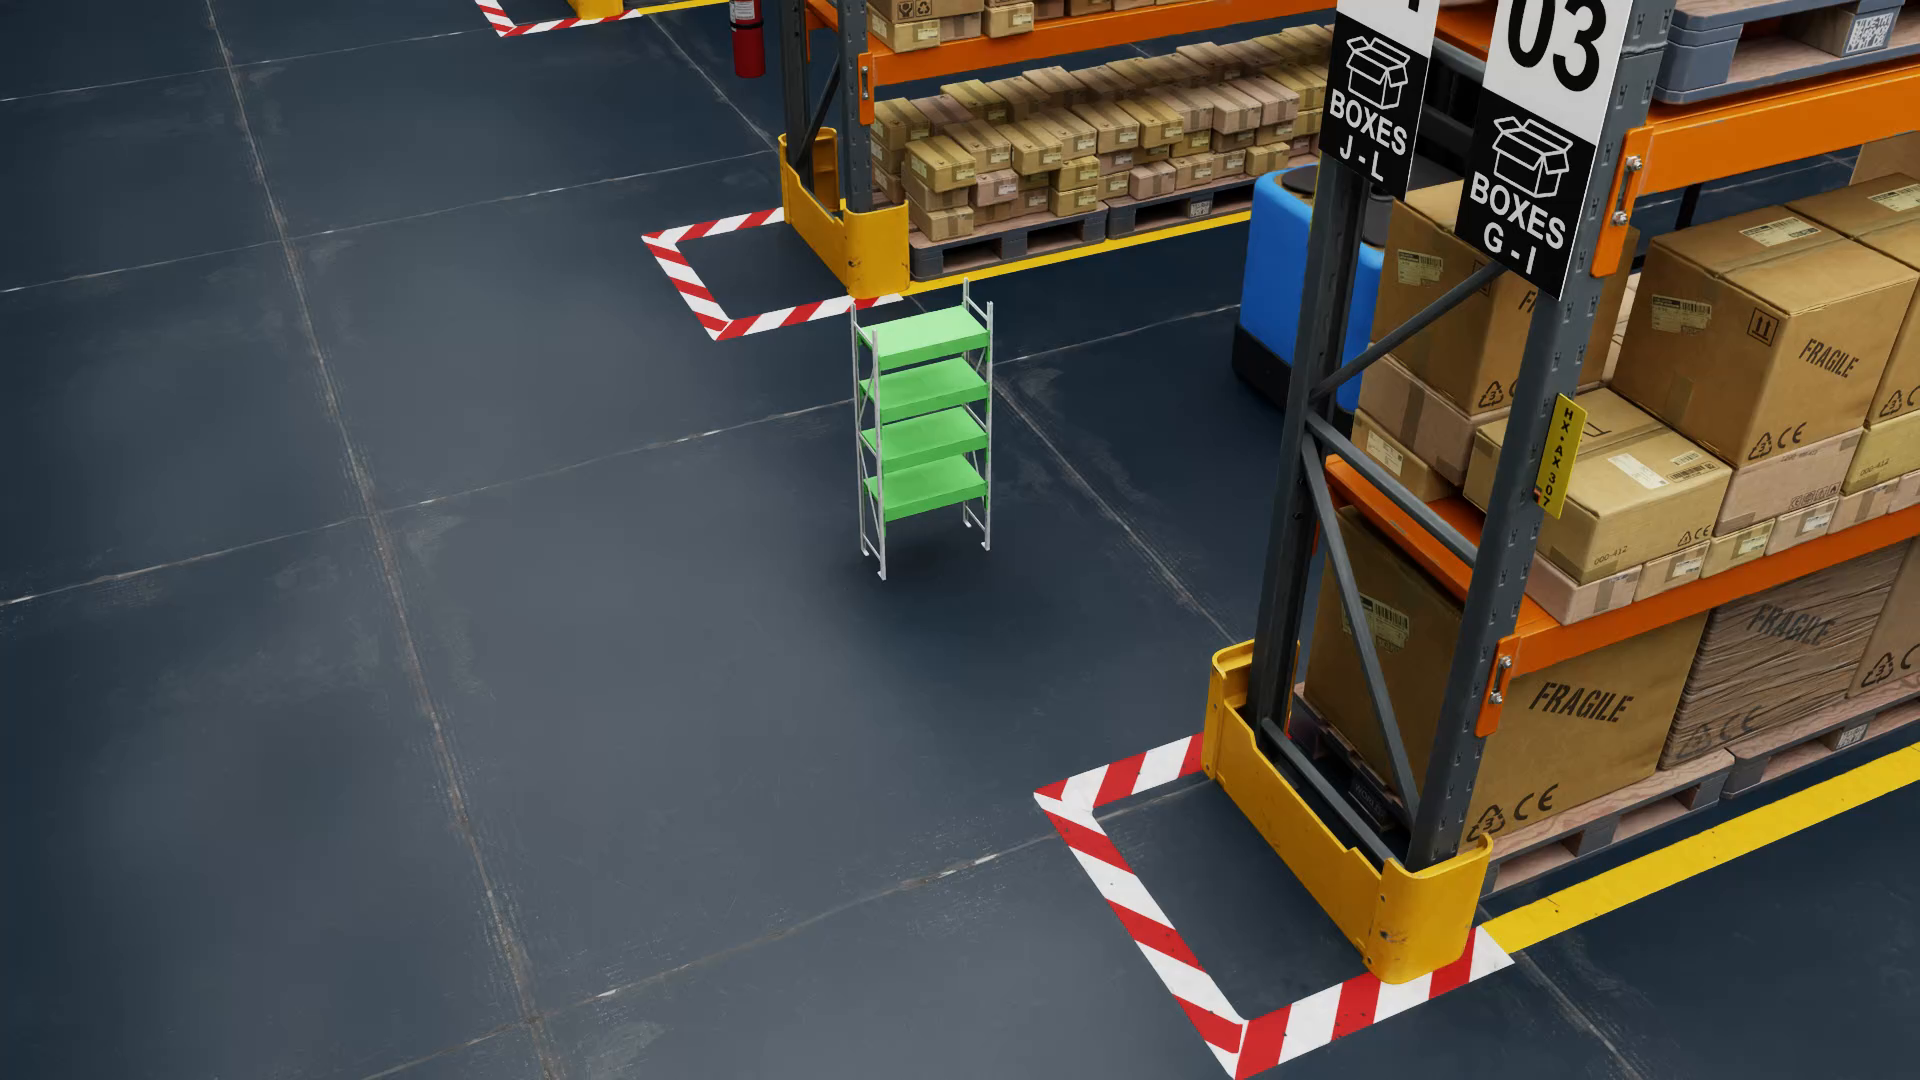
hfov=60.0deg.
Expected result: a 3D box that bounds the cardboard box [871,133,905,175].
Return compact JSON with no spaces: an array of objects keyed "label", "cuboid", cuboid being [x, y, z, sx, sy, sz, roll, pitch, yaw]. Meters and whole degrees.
[{"label":"cardboard box","cuboid":[-0.369,-2.262,9.573,0.250,0.149,0.380,-17,40,-21]}]

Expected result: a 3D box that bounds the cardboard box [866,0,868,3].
[{"label":"cardboard box","cuboid":[-0.551,-2.966,8.941,0.250,0.149,0.380,-16,39,-20]}]

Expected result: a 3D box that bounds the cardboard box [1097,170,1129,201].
[{"label":"cardboard box","cuboid":[0.777,-2.114,9.623,0.250,0.149,0.380,-16,39,-20]}]

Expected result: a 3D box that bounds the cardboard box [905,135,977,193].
[{"label":"cardboard box","cuboid":[-0.107,-2.044,9.029,0.250,0.149,0.380,-17,40,-22]}]

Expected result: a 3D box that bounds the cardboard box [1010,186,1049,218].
[{"label":"cardboard box","cuboid":[0.309,-1.992,9.459,0.250,0.149,0.380,-15,39,-19]}]

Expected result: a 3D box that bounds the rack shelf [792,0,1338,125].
[{"label":"rack shelf","cuboid":[1.085,-3.049,9.447,4.000,0.370,1.077,-16,39,-20]}]

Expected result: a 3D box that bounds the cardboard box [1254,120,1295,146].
[{"label":"cardboard box","cuboid":[1.779,-2.498,9.891,0.250,0.149,0.380,-15,39,-19]}]

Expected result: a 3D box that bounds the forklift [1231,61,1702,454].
[{"label":"forklift","cuboid":[2.915,-2.130,7.662,3.031,2.935,1.130,-16,39,-20]}]

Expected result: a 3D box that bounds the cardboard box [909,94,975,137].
[{"label":"cardboard box","cuboid":[-0.102,-2.398,9.506,0.250,0.149,0.380,-15,39,-19]}]

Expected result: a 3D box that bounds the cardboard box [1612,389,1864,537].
[{"label":"cardboard box","cuboid":[2.307,-0.302,5.015,0.500,0.250,0.500,-16,39,-20]}]

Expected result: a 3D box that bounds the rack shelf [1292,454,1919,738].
[{"label":"rack shelf","cuboid":[3.101,-0.349,5.806,4.000,0.370,1.077,-16,39,-20]}]

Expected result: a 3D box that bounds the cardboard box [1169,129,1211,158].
[{"label":"cardboard box","cuboid":[1.269,-2.396,9.754,0.250,0.149,0.380,-14,39,-18]}]

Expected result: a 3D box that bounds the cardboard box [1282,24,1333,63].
[{"label":"cardboard box","cuboid":[2.221,-3.093,10.444,0.250,0.149,0.380,-14,39,-18]}]

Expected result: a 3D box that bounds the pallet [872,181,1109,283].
[{"label":"pallet","cuboid":[0.094,-1.917,9.658,1.213,0.211,1.003,-16,39,-20]}]

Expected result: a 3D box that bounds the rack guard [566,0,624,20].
[{"label":"rack guard","cuboid":[-2.942,-4.465,12.851,0.348,0.500,1.175,-16,39,-20]}]

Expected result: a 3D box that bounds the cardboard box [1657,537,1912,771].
[{"label":"cardboard box","cuboid":[2.659,0.118,6.004,0.875,0.875,0.875,-16,39,-20]}]

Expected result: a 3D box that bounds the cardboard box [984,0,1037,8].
[{"label":"cardboard box","cuboid":[0.272,-3.105,8.585,0.500,0.500,0.500,-16,39,-20]}]

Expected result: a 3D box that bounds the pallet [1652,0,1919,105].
[{"label":"pallet","cuboid":[1.957,-1.494,4.303,1.213,0.211,1.003,-16,39,-20]}]

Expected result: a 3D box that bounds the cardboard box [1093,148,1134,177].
[{"label":"cardboard box","cuboid":[0.792,-2.242,9.546,0.250,0.149,0.380,-18,40,-22]}]

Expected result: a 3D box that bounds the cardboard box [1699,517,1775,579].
[{"label":"cardboard box","cuboid":[2.215,-0.073,5.041,0.250,0.149,0.380,-17,40,-21]}]

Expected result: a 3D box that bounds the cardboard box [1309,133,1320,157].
[{"label":"cardboard box","cuboid":[2.203,-2.462,10.093,0.250,0.149,0.380,-17,40,-21]}]

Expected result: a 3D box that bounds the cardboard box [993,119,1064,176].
[{"label":"cardboard box","cuboid":[0.374,-2.173,9.203,0.250,0.149,0.380,-16,39,-20]}]

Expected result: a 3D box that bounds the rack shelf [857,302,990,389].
[{"label":"rack shelf","cuboid":[-0.150,-0.774,6.588,0.480,0.148,0.258,-16,39,-20]}]

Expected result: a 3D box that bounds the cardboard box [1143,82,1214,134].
[{"label":"cardboard box","cuboid":[1.263,-2.503,9.647,0.250,0.149,0.380,-16,39,-20]}]

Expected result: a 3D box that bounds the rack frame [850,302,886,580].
[{"label":"rack frame","cuboid":[-0.371,-0.378,6.753,0.015,1.200,0.240,-16,39,-20]}]

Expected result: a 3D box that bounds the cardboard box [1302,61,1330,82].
[{"label":"cardboard box","cuboid":[2.247,-2.723,9.945,0.250,0.149,0.380,-16,39,-20]}]

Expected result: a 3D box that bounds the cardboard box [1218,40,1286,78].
[{"label":"cardboard box","cuboid":[1.787,-2.925,10.216,0.250,0.149,0.380,-17,40,-21]}]

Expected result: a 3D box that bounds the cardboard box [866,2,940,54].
[{"label":"cardboard box","cuboid":[-0.293,-2.636,8.497,0.250,0.149,0.380,-16,39,-20]}]

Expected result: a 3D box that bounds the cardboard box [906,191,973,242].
[{"label":"cardboard box","cuboid":[-0.115,-1.815,9.220,0.250,0.149,0.380,-15,39,-19]}]

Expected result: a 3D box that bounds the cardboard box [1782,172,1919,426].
[{"label":"cardboard box","cuboid":[2.759,-0.729,4.961,0.500,0.500,0.500,-17,40,-21]}]

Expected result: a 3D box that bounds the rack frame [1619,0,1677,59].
[{"label":"rack frame","cuboid":[1.290,-2.541,3.122,0.127,3.000,1.000,-16,39,-20]}]

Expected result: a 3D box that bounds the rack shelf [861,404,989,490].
[{"label":"rack shelf","cuboid":[-0.150,-0.389,6.874,0.480,0.148,0.258,-16,39,-20]}]

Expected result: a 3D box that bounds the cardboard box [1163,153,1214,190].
[{"label":"cardboard box","cuboid":[1.279,-2.214,9.758,0.250,0.149,0.380,-16,39,-20]}]

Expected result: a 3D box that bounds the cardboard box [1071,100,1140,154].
[{"label":"cardboard box","cuboid":[0.818,-2.345,9.436,0.250,0.149,0.380,-14,39,-18]}]

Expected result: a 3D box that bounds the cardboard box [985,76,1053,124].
[{"label":"cardboard box","cuboid":[0.340,-2.563,9.729,0.250,0.149,0.380,-17,40,-22]}]

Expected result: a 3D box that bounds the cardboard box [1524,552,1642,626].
[{"label":"cardboard box","cuboid":[1.752,0.058,4.865,0.250,0.149,0.380,-15,39,-19]}]

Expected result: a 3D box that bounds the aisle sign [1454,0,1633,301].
[{"label":"aisle sign","cuboid":[1.353,-0.995,3.892,0.004,0.787,0.394,-16,39,-20]}]

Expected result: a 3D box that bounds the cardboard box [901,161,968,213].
[{"label":"cardboard box","cuboid":[-0.142,-1.969,9.178,0.250,0.149,0.380,-14,39,-18]}]

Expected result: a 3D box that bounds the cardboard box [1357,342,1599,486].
[{"label":"cardboard box","cuboid":[1.616,-0.456,5.223,0.500,0.250,0.500,-16,40,-21]}]

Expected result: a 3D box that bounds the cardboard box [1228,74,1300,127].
[{"label":"cardboard box","cuboid":[1.773,-2.581,9.754,0.250,0.149,0.380,-18,40,-22]}]

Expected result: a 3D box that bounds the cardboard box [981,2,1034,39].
[{"label":"cardboard box","cuboid":[0.186,-2.762,8.667,0.250,0.149,0.380,-17,40,-21]}]

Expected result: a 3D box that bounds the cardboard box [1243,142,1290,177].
[{"label":"cardboard box","cuboid":[1.748,-2.323,9.904,0.250,0.149,0.380,-16,39,-20]}]

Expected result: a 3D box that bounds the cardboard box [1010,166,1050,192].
[{"label":"cardboard box","cuboid":[0.314,-2.117,9.378,0.250,0.149,0.380,-15,39,-19]}]

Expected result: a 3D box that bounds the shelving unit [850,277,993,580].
[{"label":"shelving unit","cuboid":[-0.150,-0.440,6.836,0.503,1.200,0.258,-16,39,-20]}]

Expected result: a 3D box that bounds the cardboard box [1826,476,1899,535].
[{"label":"cardboard box","cuboid":[2.681,-0.203,5.217,0.250,0.149,0.380,-16,40,-21]}]

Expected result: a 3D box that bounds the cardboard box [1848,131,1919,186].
[{"label":"cardboard box","cuboid":[3.451,-1.266,5.686,0.500,0.500,0.500,-17,40,-21]}]

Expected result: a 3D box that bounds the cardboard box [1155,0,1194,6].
[{"label":"cardboard box","cuboid":[1.097,-3.058,9.066,0.250,0.149,0.380,-14,39,-18]}]

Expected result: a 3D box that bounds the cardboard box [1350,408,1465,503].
[{"label":"cardboard box","cuboid":[1.473,-0.298,5.345,0.250,0.149,0.380,-15,39,-19]}]

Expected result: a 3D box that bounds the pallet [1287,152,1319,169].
[{"label":"pallet","cuboid":[2.302,-2.535,10.491,1.213,0.211,1.003,-16,39,-20]}]

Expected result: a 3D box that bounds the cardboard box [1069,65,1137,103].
[{"label":"cardboard box","cuboid":[0.845,-2.668,9.870,0.250,0.149,0.380,-17,40,-21]}]

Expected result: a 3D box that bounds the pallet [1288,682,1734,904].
[{"label":"pallet","cuboid":[1.981,0.744,6.070,1.213,0.211,1.003,-16,39,-20]}]

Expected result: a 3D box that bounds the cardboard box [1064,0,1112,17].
[{"label":"cardboard box","cuboid":[0.618,-2.957,8.930,0.250,0.149,0.380,-16,39,-20]}]

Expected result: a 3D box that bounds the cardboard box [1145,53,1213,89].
[{"label":"cardboard box","cuboid":[1.310,-2.791,10.036,0.250,0.149,0.380,-17,40,-22]}]

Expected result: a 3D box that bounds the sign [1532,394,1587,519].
[{"label":"sign","cuboid":[1.521,-0.210,4.222,0.005,0.325,0.100,-16,39,-20]}]

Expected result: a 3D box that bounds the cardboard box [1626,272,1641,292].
[{"label":"cardboard box","cuboid":[2.536,-0.713,5.570,0.500,0.250,0.500,-17,40,-21]}]
